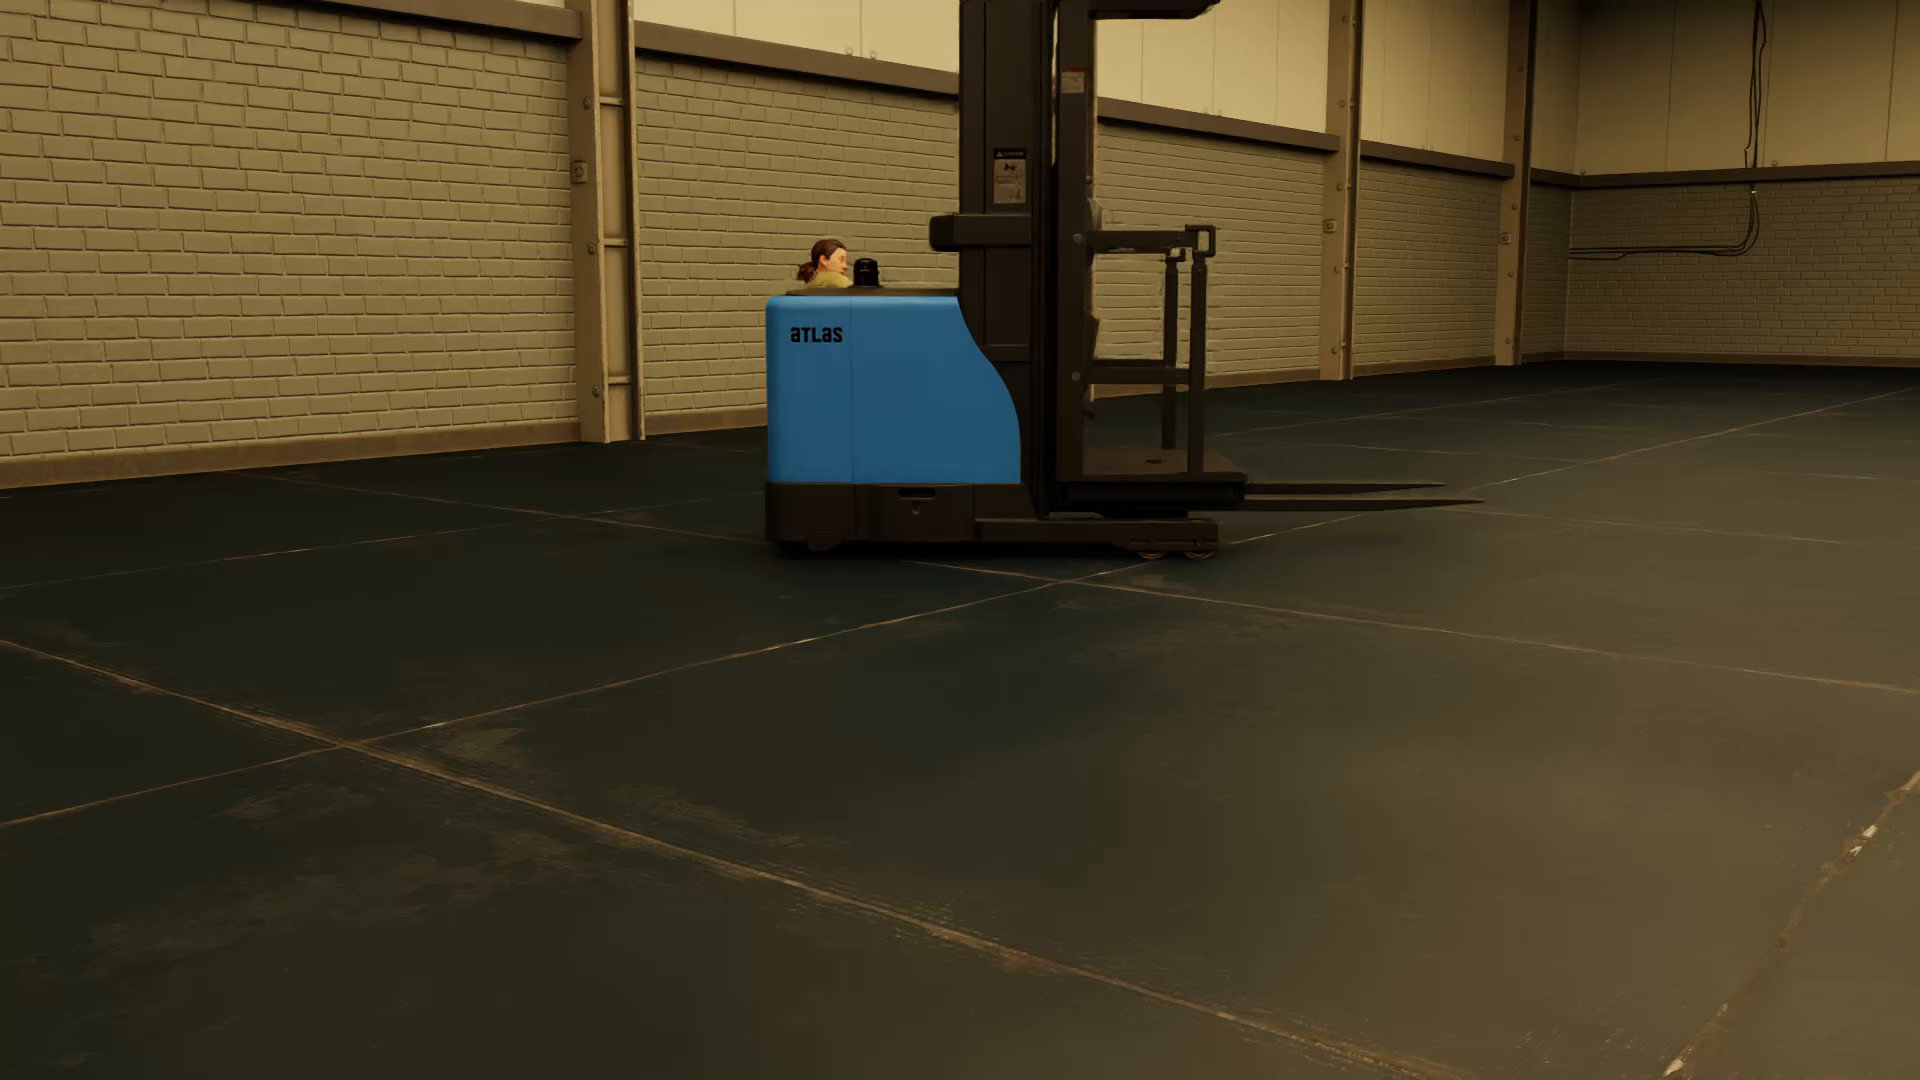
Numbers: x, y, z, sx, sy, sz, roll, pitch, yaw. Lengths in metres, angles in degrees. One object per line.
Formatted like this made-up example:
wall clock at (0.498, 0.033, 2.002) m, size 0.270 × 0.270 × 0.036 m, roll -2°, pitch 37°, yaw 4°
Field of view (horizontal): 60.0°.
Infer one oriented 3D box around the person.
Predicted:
person at (-0.731, -0.996, 9.510) m, size 0.771 × 1.433 × 0.749 m, roll 5°, pitch 10°, yaw 31°

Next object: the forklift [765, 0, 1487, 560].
forklift at (0.709, -1.447, 7.169) m, size 3.031 × 2.935 × 1.130 m, roll 0°, pitch 8°, yaw 1°
